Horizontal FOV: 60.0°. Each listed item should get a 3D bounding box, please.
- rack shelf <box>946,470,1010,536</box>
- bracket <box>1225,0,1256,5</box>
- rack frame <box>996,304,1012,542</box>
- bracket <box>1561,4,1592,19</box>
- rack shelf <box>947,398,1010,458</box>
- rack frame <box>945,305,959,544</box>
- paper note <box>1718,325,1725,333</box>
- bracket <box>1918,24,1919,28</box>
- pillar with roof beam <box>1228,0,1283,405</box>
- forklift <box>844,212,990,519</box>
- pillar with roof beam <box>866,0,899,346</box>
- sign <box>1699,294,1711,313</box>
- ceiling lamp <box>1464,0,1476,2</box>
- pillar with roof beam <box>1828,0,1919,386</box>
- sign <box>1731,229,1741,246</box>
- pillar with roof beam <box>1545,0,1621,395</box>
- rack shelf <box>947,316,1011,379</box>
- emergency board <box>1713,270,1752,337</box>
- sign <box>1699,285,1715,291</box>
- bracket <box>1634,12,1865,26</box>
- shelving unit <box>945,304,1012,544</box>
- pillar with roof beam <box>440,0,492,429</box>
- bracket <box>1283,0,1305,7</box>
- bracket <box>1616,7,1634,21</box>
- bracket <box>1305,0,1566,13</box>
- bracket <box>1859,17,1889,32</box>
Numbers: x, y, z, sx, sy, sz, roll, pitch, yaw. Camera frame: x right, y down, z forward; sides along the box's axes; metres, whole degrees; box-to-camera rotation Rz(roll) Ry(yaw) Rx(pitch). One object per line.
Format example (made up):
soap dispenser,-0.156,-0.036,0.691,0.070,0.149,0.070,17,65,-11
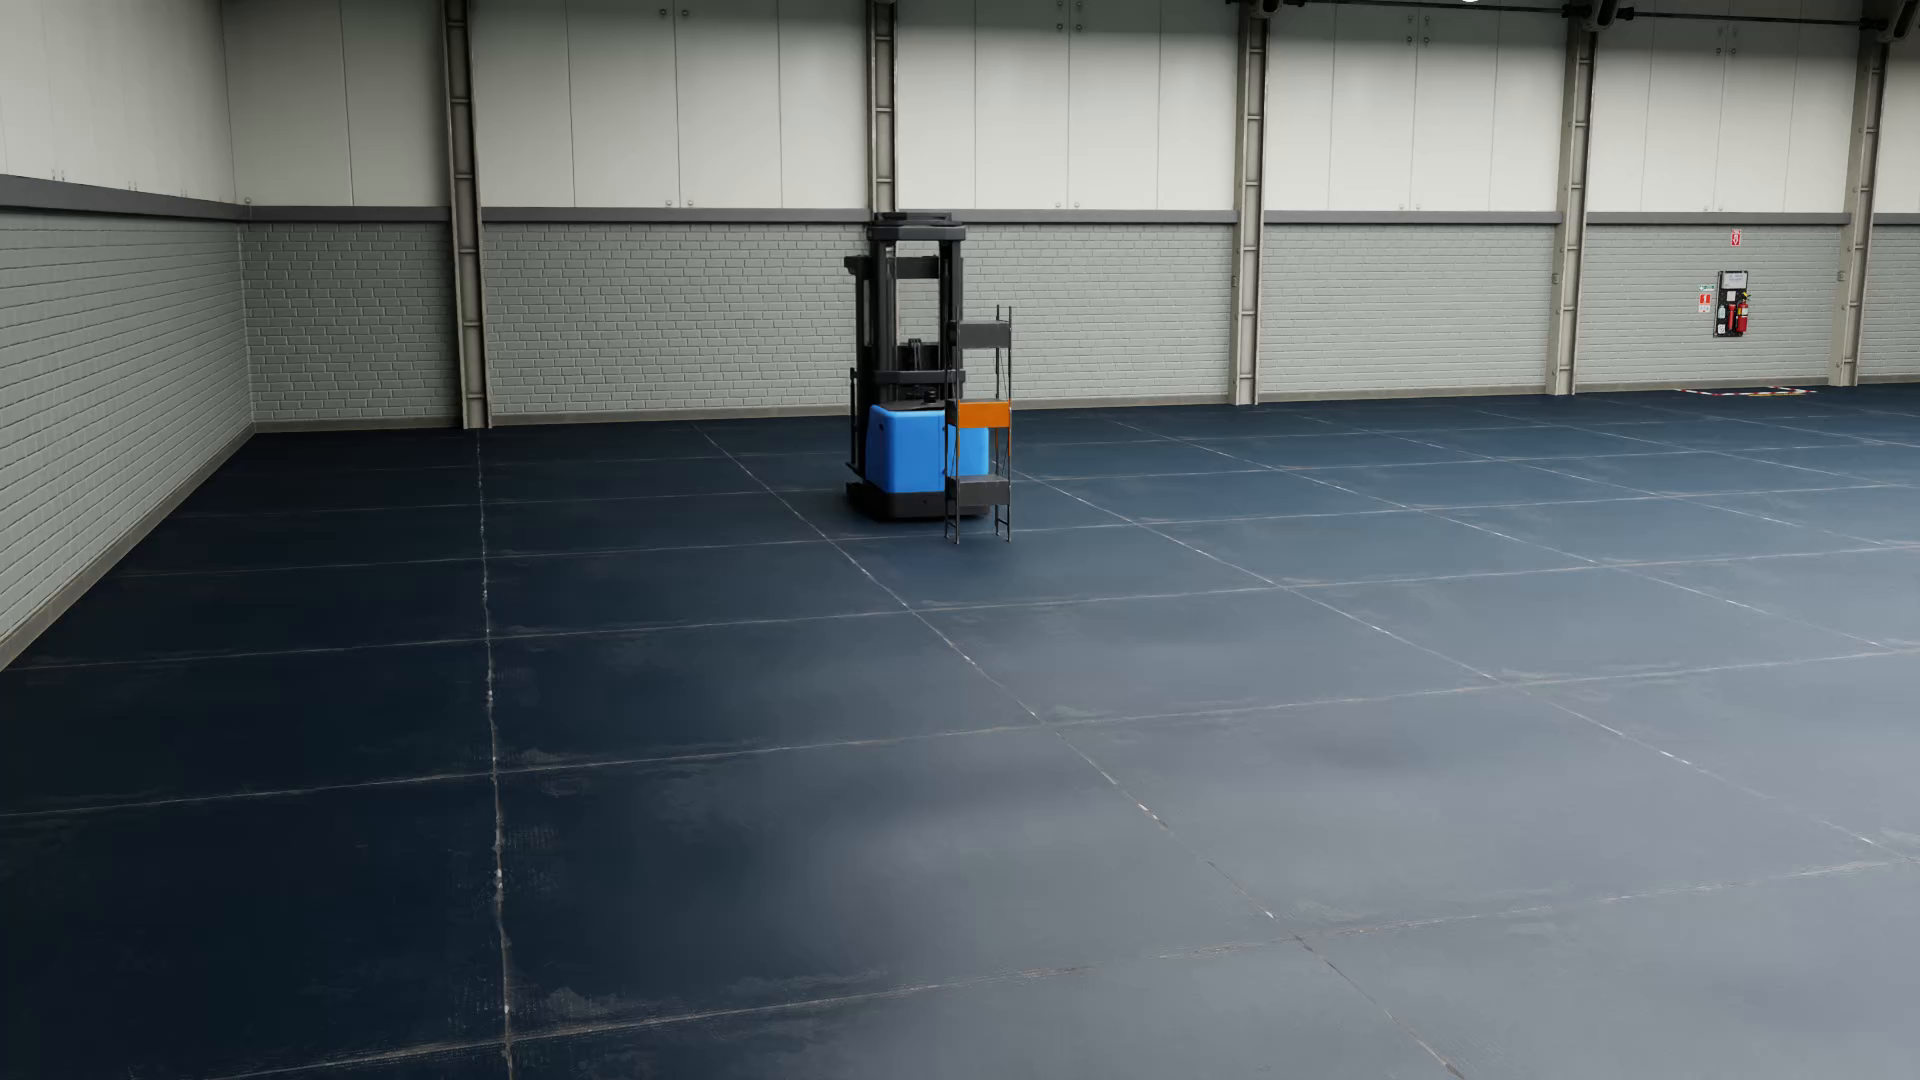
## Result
rack shelf,0.159,-0.339,15.031,0.480,0.518,0.431,-3,11,-16
bracket,4.311,-8.336,25.530,0.430,0.232,0.235,-3,11,-16
rack frame,0.393,-1.053,14.969,0.015,2.100,0.400,-3,11,-16
bracket,10.072,-8.640,27.180,0.430,0.232,0.235,-3,11,-16
rack shelf,0.159,-1.028,14.904,0.480,0.518,0.431,-3,11,-16
rack frame,-0.075,-1.029,14.835,0.015,2.100,0.400,-3,11,-16
paper note,13.560,-3.757,29.600,0.142,0.148,0.016,-3,11,-16
bracket,19.104,-9.116,29.766,4.783,0.066,0.076,-3,11,-16
pillar with roof beam,5.814,-5.900,22.241,0.548,9.000,9.100,-3,11,-16
forklift,-0.568,-1.863,17.071,1.130,2.935,3.031,-3,11,-14
pillar with roof beam,0.053,-5.596,20.591,0.548,9.000,9.100,-3,11,-16
sign,13.189,-4.194,29.446,0.234,0.329,0.001,-3,11,-16
ceiling lamp,7.175,-7.173,21.715,0.237,0.041,1.941,-3,11,-16
pillar with roof beam,17.336,-6.507,25.539,0.548,9.000,9.100,-3,11,-16
sign,13.714,-5.344,29.386,0.199,0.298,0.001,-3,11,-16
pillar with roof beam,11.575,-6.204,23.890,0.548,9.000,9.100,-3,11,-16
rack shelf,0.159,-1.716,14.778,0.480,0.518,0.431,-3,11,-16
emergency board,13.749,-4.187,29.504,0.643,1.169,0.194,-3,11,-16
sign,13.196,-4.454,29.391,0.331,0.109,0.001,-3,11,-16
bracket,13.343,-8.812,28.116,4.783,0.066,0.076,-3,11,-16
shelving unit,0.159,-1.041,14.902,0.503,2.100,0.431,-3,11,-16
pillar with roof beam,-5.708,-5.293,18.942,0.400,9.000,9.100,-3,11,-16
bracket,5.108,-8.378,25.759,0.430,0.232,0.235,-3,11,-16
bracket,10.869,-8.682,27.408,0.430,0.232,0.235,-3,11,-16
bracket,7.582,-8.508,26.467,4.783,0.066,0.076,-3,11,-16
bracket,15.833,-8.943,28.829,0.430,0.232,0.235,-3,11,-16
